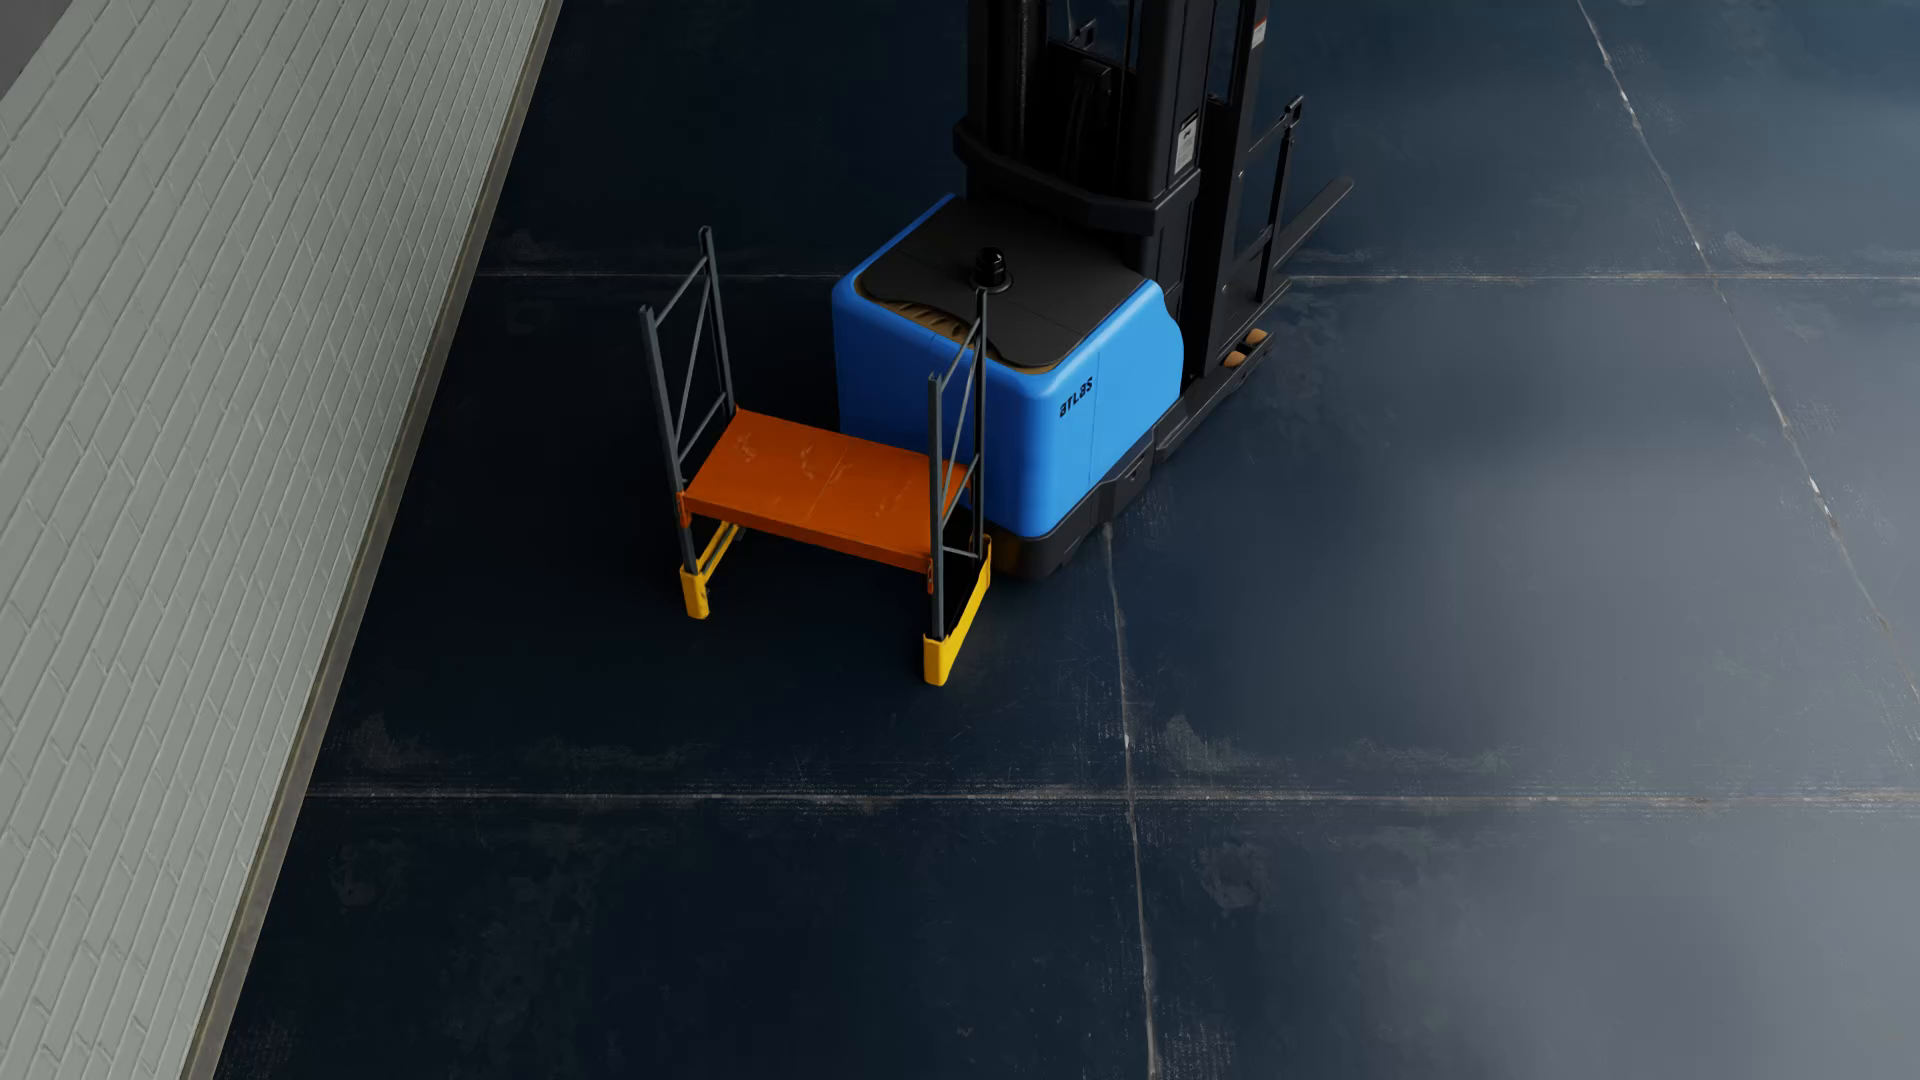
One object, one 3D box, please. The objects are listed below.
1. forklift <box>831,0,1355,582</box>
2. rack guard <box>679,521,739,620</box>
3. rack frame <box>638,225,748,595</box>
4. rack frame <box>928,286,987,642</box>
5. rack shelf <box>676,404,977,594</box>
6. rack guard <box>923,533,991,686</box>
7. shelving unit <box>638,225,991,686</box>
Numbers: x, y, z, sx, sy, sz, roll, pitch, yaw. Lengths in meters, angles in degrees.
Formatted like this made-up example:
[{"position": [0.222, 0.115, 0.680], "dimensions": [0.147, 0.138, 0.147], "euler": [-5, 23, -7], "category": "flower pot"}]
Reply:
[{"position": [0.775, -1.873, 6.572], "dimensions": [1.130, 2.935, 3.031], "euler": [28, 53, 24], "category": "forklift"}, {"position": [-0.947, 0.020, 6.642], "dimensions": [0.087, 0.250, 0.587], "euler": [14, 49, 13], "category": "rack guard"}, {"position": [-0.965, -0.411, 6.189], "dimensions": [0.032, 1.500, 0.500], "euler": [14, 49, 13], "category": "rack frame"}, {"position": [-0.006, -0.164, 5.959], "dimensions": [0.032, 1.500, 0.500], "euler": [14, 49, 13], "category": "rack frame"}, {"position": [-0.485, -0.165, 6.205], "dimensions": [1.000, 0.185, 0.538], "euler": [14, 49, 13], "category": "rack shelf"}, {"position": [-0.007, 0.262, 6.417], "dimensions": [0.087, 0.250, 0.587], "euler": [14, 49, 13], "category": "rack guard"}, {"position": [-0.477, -0.285, 6.072], "dimensions": [1.083, 1.500, 0.587], "euler": [14, 49, 13], "category": "shelving unit"}]
